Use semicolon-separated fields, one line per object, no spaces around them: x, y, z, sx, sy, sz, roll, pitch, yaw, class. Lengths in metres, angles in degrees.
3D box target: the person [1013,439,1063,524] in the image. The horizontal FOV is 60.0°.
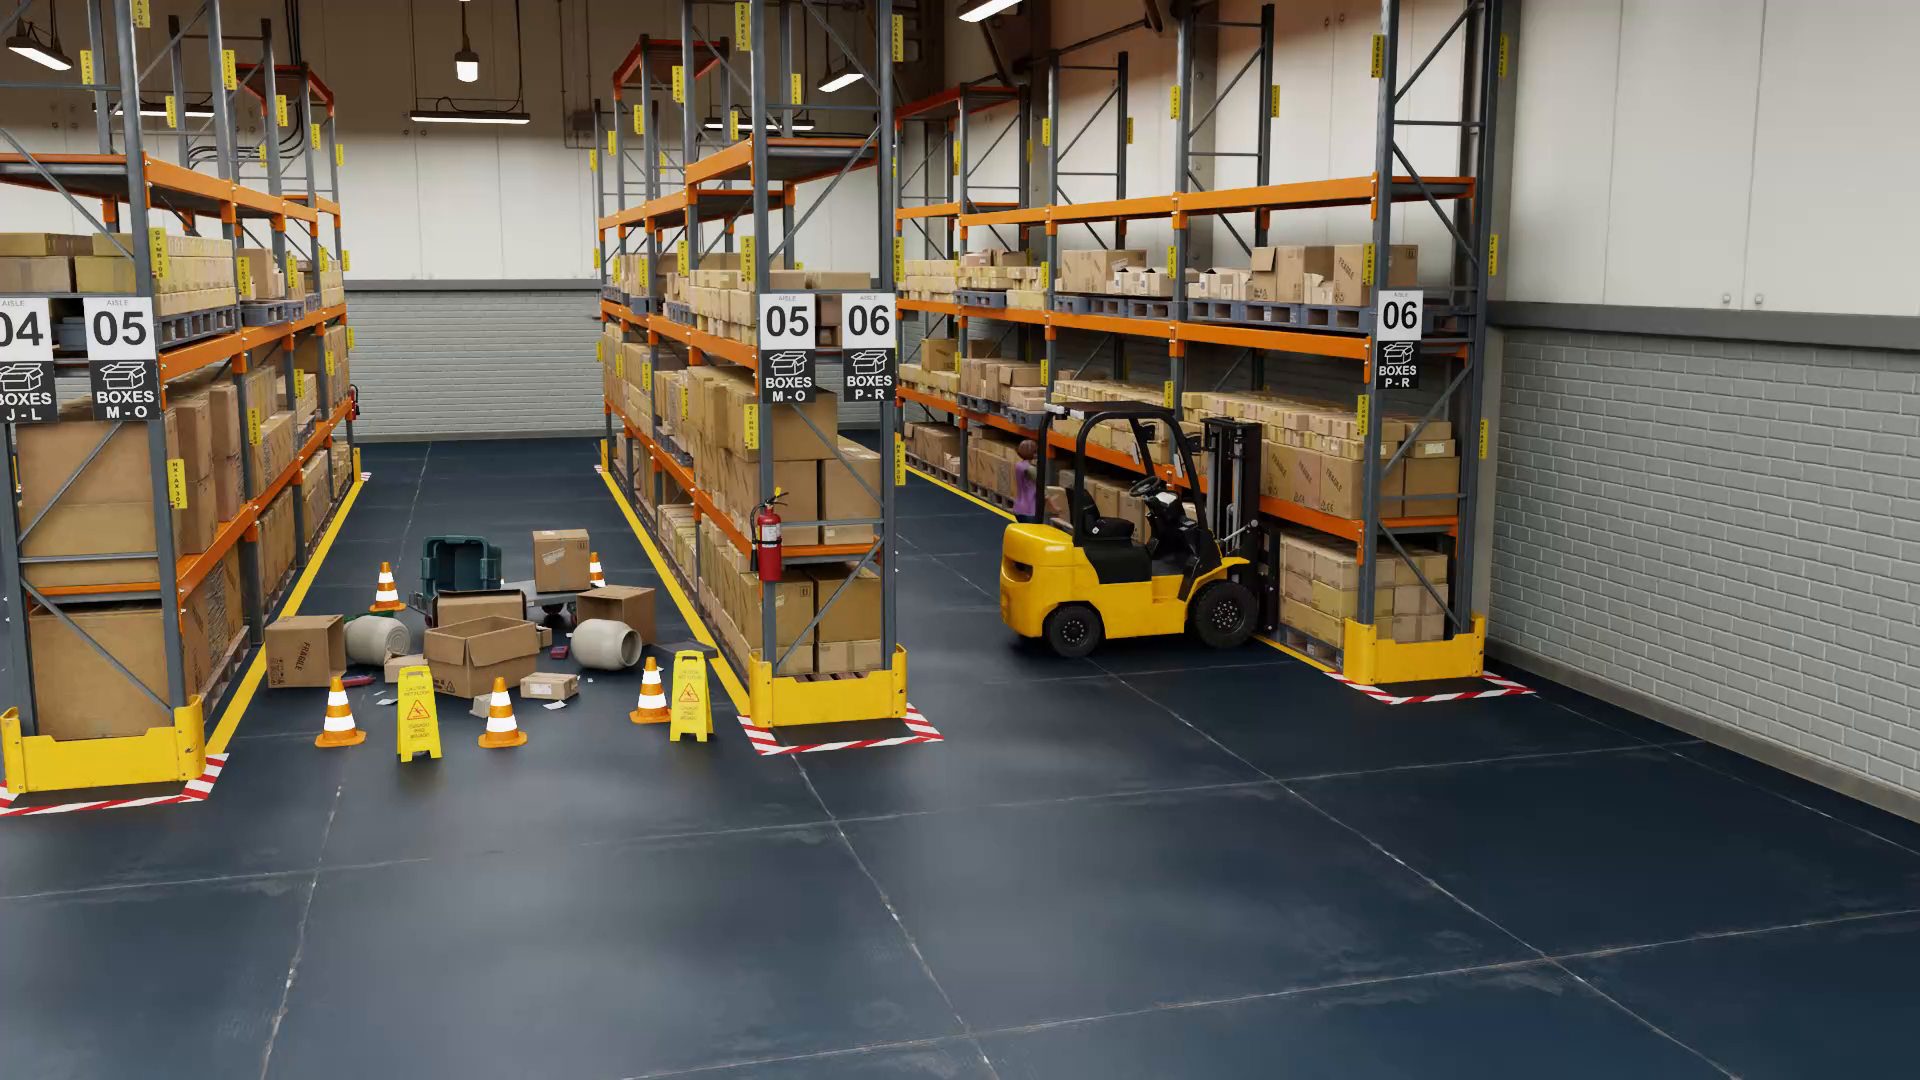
0.808;-0.268;17.532;0.499;1.599;0.375;-3;10;-16;person
